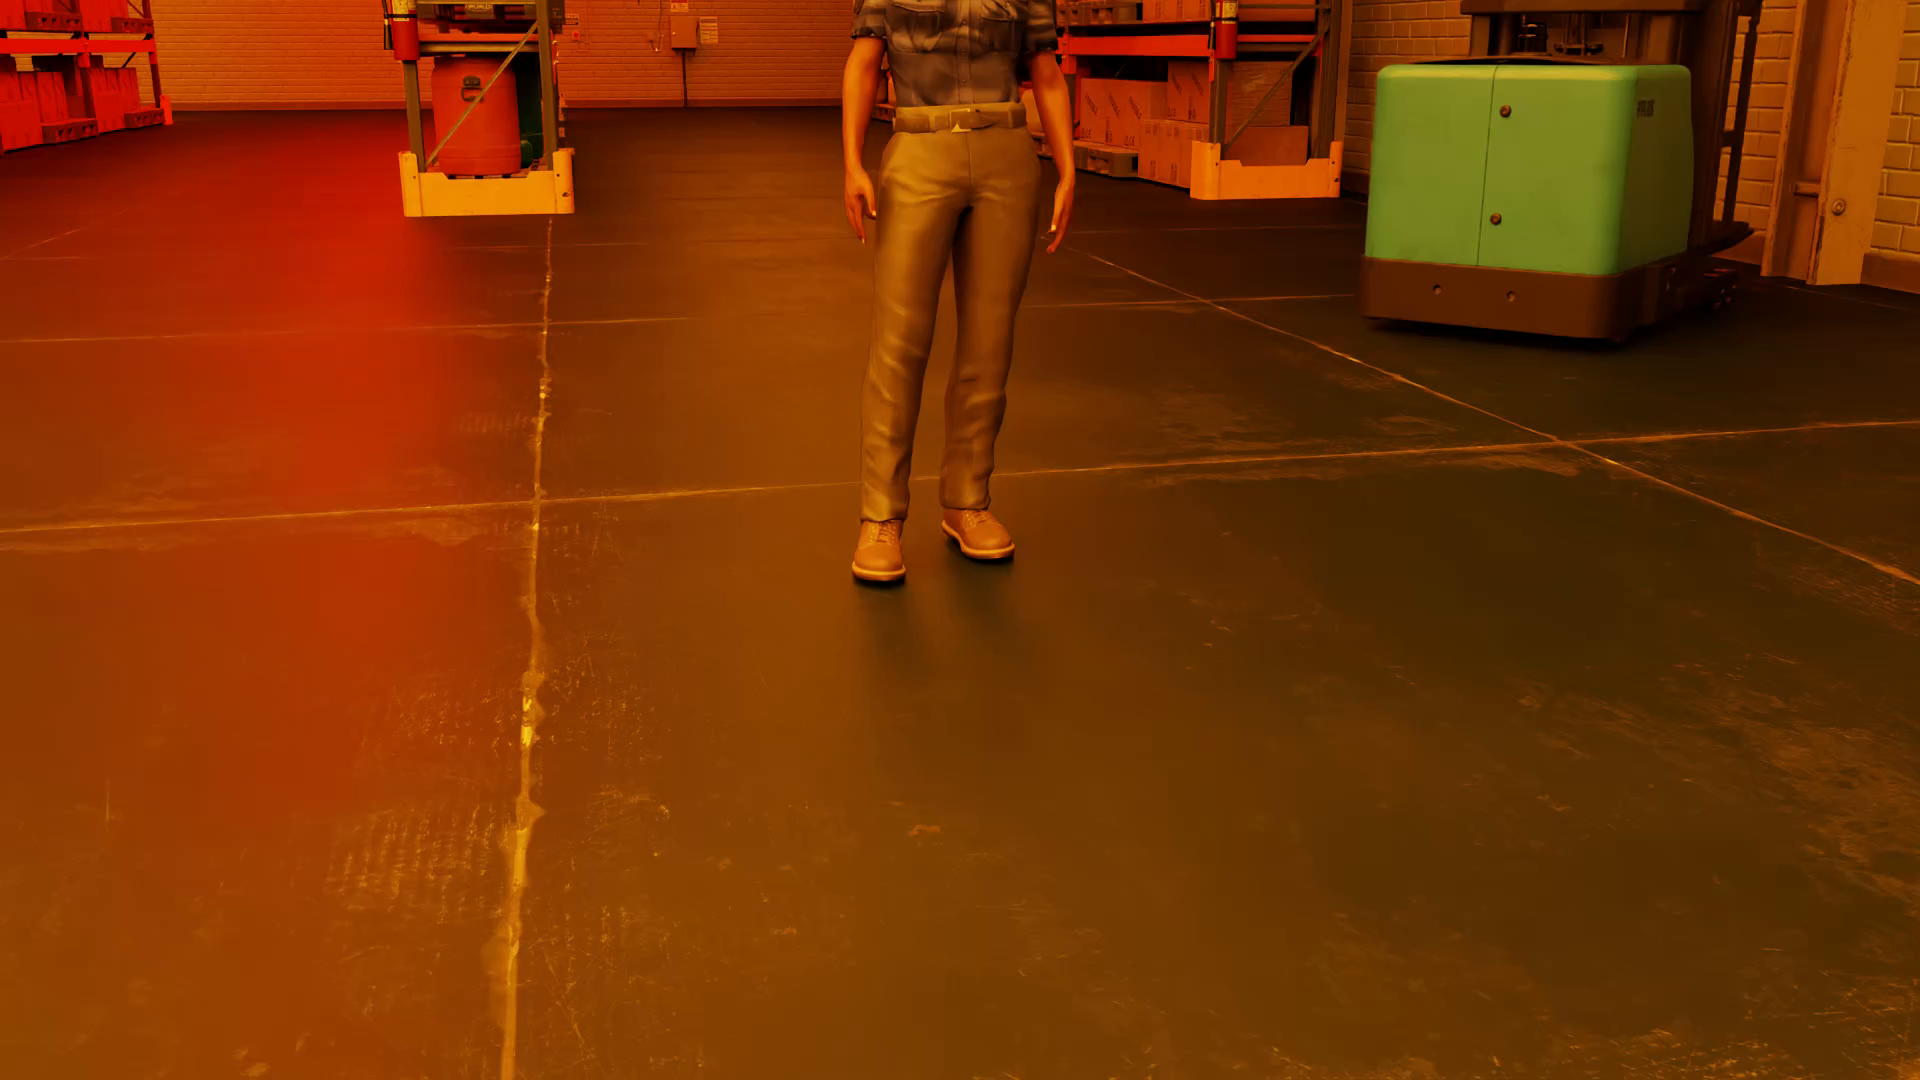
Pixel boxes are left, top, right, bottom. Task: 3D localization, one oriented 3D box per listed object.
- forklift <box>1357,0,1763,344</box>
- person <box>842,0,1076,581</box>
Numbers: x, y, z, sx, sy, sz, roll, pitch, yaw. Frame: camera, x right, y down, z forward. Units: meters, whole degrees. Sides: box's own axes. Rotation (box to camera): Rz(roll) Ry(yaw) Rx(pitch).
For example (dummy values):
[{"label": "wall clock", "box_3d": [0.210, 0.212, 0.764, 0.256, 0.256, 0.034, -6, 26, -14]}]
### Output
[{"label": "forklift", "box_3d": [2.954, -2.526, 7.374, 1.130, 2.935, 3.031, 12, 20, 36]}, {"label": "person", "box_3d": [0.000, -0.775, 3.691, 0.569, 1.656, 0.503, -4, 17, -12]}]
